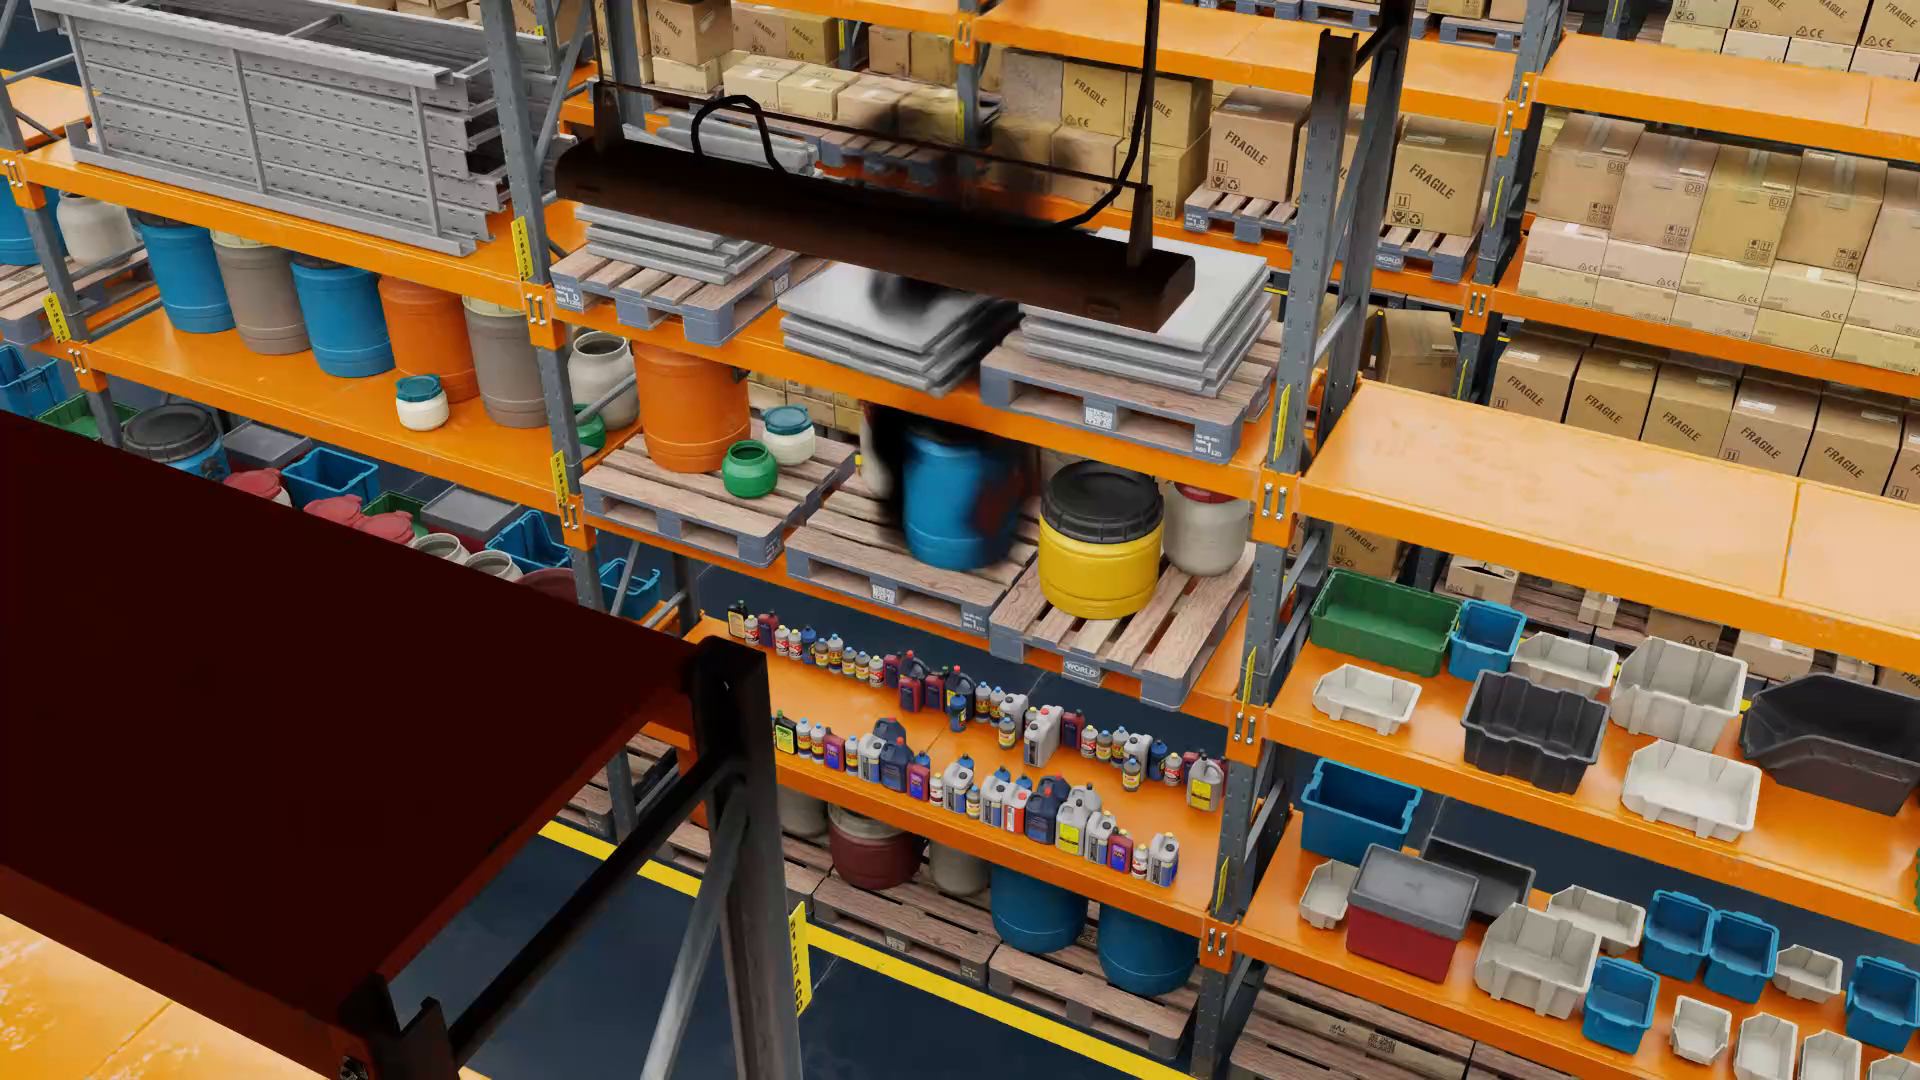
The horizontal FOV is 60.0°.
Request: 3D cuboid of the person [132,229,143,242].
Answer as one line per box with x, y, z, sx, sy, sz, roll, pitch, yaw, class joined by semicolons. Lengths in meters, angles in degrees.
-9.173;-3.595;17.494;0.944;1.671;0.564;-18;39;-24;person
